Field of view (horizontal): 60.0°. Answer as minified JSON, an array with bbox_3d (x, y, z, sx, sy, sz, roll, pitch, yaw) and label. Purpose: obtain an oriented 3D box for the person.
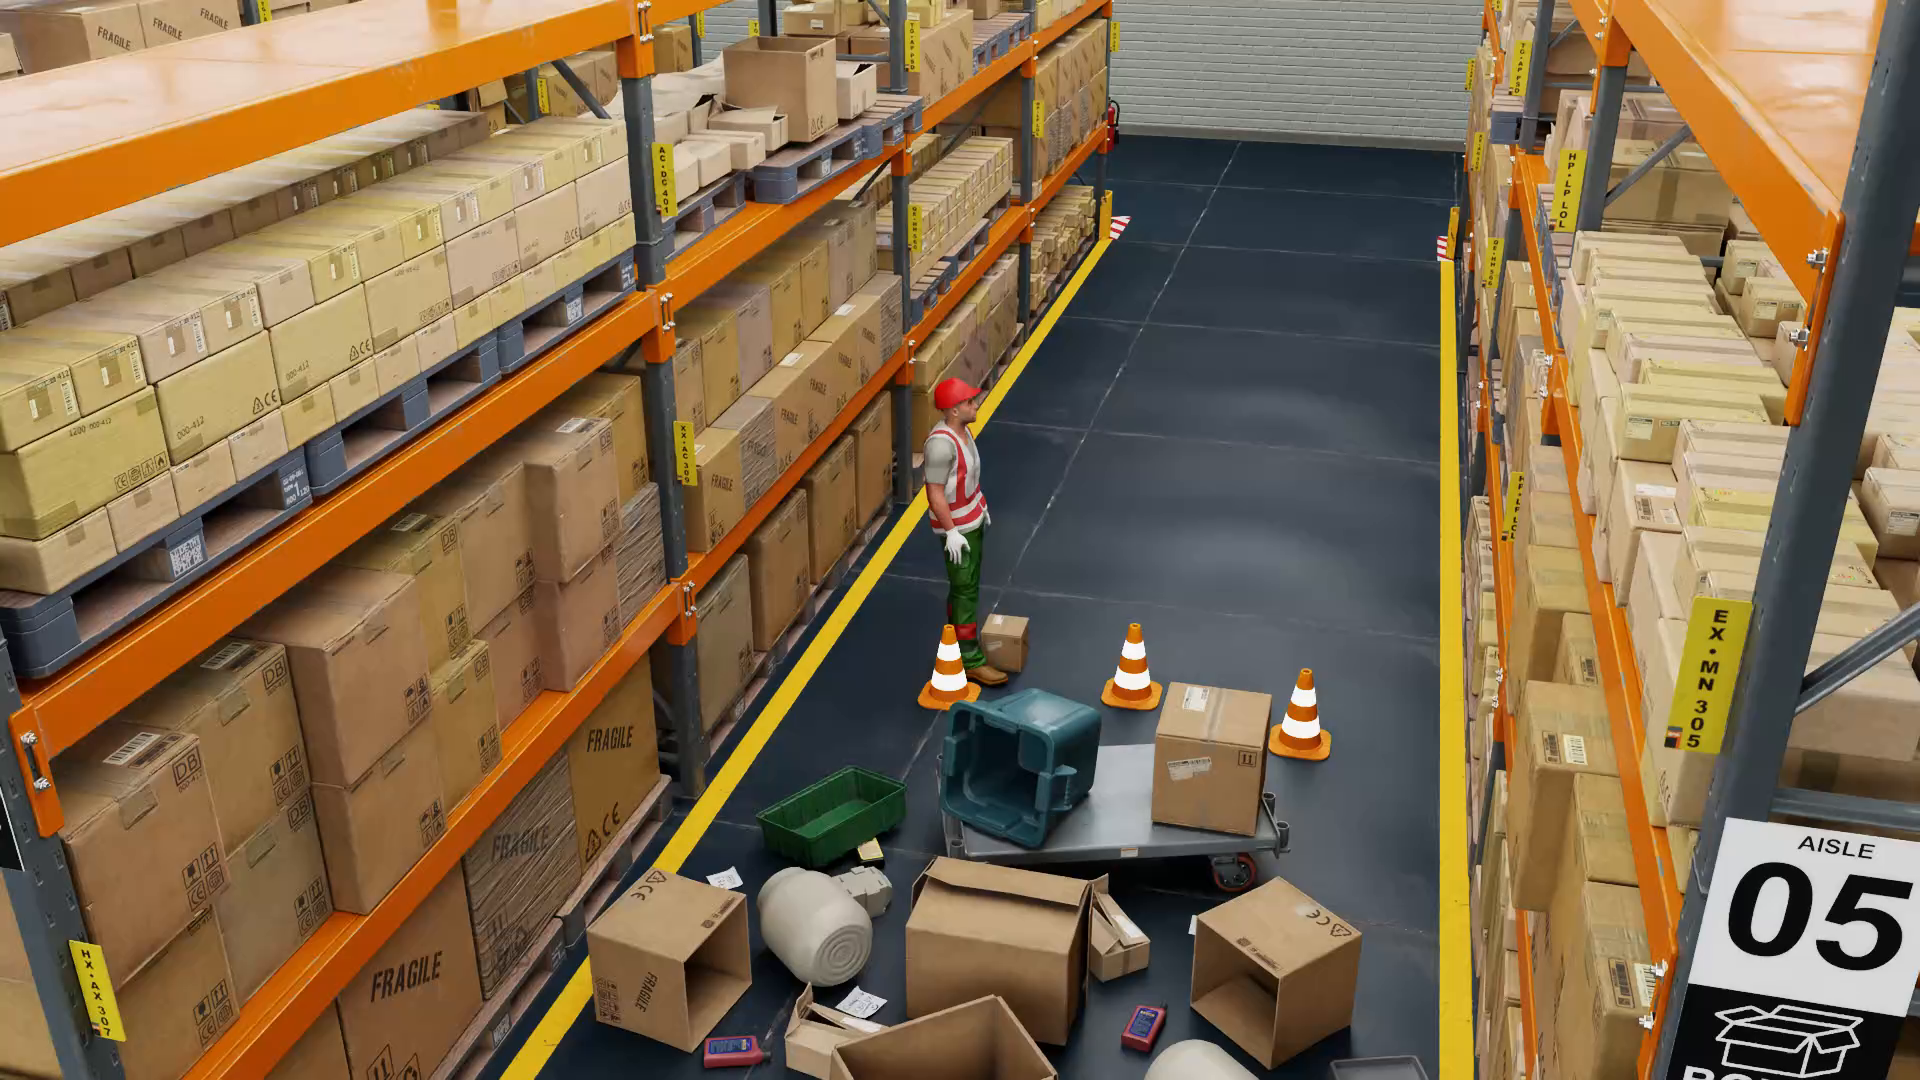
[{"bbox_3d":[0.079,-0.080,9.835,0.564,1.788,0.637,6,26,13],"label":"person"}]
